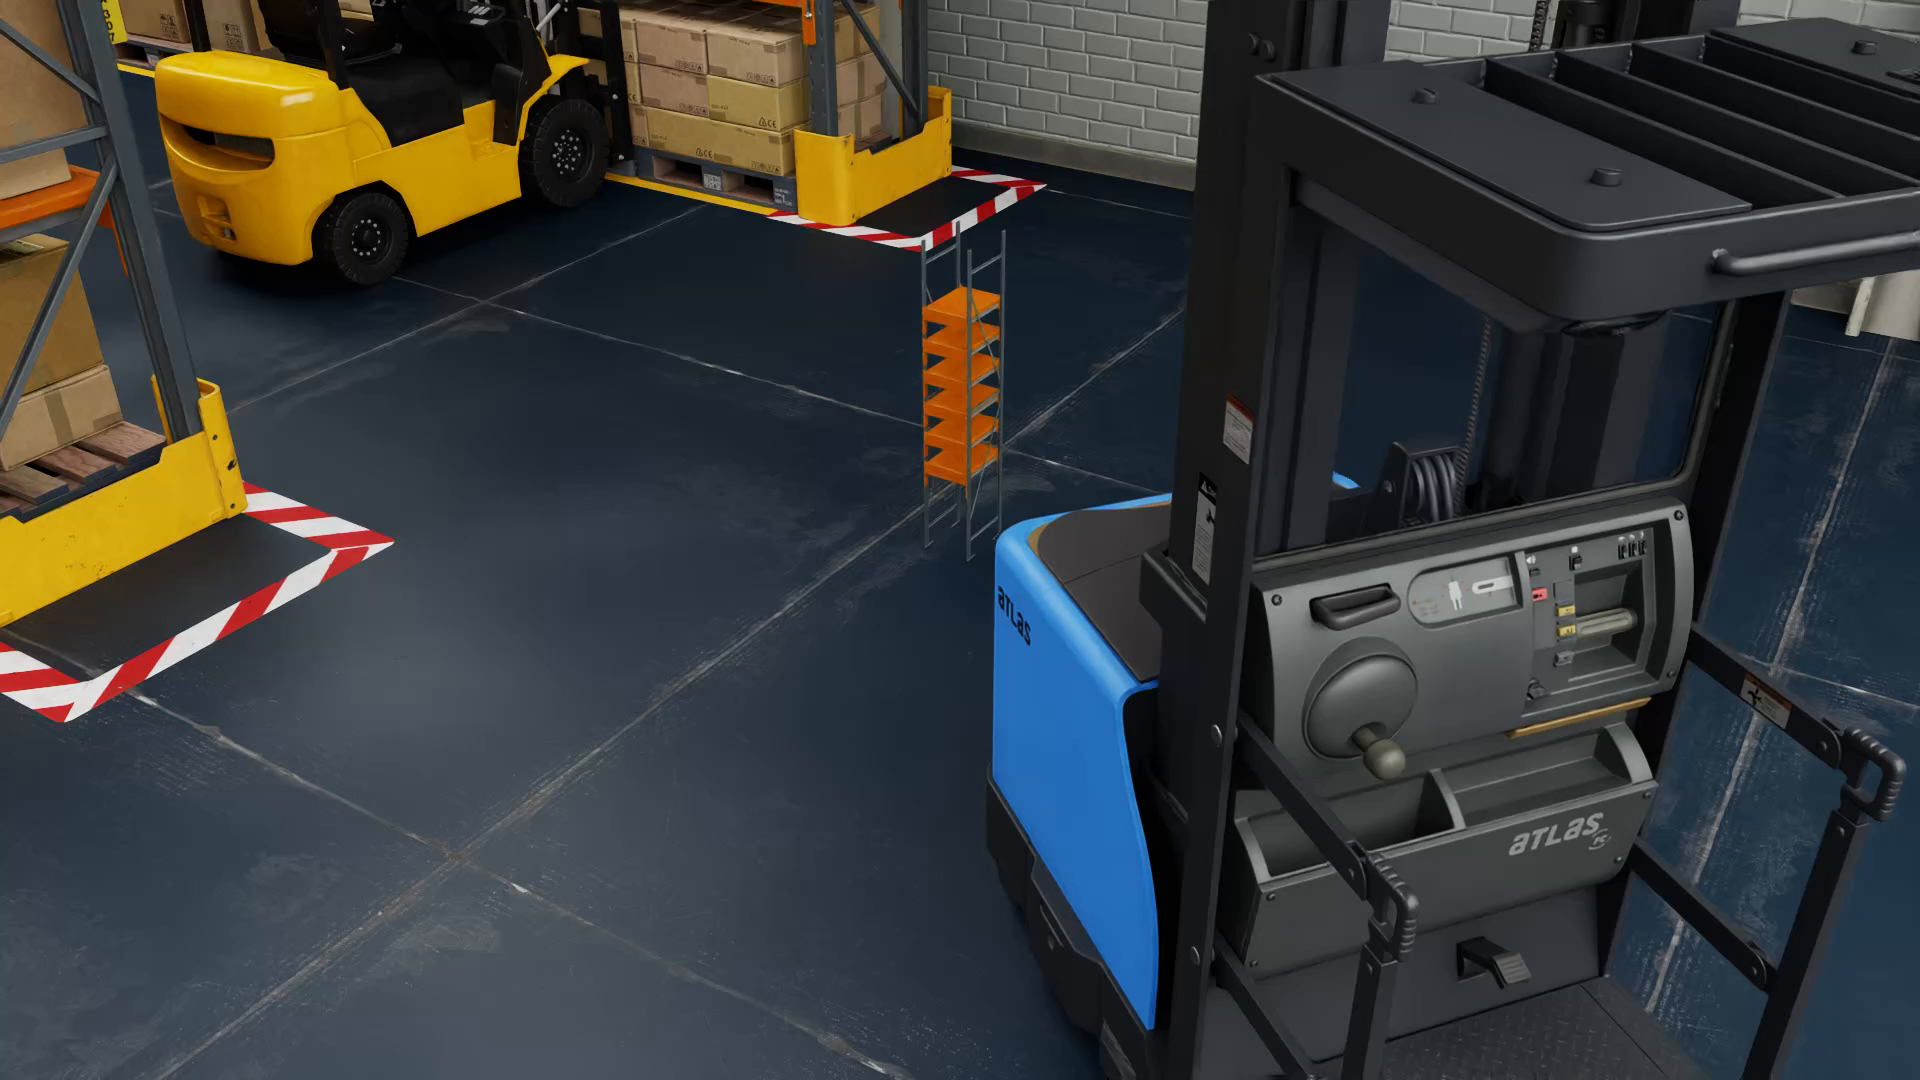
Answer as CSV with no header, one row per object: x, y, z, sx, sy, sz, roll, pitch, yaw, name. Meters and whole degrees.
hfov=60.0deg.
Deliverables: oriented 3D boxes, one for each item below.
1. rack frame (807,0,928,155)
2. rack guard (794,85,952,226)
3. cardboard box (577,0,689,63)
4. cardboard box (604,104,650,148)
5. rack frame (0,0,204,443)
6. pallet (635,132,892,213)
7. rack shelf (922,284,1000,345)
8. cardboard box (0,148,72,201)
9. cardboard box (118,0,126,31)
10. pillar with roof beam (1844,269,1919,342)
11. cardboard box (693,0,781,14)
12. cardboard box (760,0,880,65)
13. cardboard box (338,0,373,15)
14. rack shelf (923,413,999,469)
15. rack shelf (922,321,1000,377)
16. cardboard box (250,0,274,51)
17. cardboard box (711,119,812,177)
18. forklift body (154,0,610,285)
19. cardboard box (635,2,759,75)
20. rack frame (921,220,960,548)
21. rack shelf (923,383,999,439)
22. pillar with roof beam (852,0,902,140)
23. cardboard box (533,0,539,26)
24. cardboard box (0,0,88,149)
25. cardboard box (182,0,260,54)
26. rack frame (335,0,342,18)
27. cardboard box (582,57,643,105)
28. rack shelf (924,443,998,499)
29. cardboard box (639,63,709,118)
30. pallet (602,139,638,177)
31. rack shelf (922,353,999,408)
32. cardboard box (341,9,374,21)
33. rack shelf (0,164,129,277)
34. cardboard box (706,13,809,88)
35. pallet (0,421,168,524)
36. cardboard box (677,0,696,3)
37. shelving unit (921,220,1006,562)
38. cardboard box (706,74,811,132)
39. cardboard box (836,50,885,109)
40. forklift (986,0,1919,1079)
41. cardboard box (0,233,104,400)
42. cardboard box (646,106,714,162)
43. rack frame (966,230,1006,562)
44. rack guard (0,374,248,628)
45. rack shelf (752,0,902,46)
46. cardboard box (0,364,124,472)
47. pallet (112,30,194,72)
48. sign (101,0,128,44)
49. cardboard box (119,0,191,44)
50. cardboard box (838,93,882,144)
-0.503,-3.327,8.975,0.127,3.000,1.000,18,35,27,rack frame
-0.482,-2.240,9.594,0.348,0.500,1.175,18,35,27,rack guard
-1.927,-3.008,9.748,0.500,0.250,0.500,18,35,28,cardboard box
-1.904,-2.586,10.019,0.500,0.250,0.500,18,35,28,cardboard box
-3.138,-1.207,5.342,0.127,3.000,1.000,18,35,27,rack frame
-1.173,-2.309,9.999,1.213,0.211,1.003,18,35,27,pallet
0.012,-0.787,5.782,0.180,0.103,0.258,18,35,27,rack shelf
-3.316,-1.278,5.713,0.250,0.149,0.380,18,35,28,cardboard box
-6.200,-4.281,12.551,0.625,0.625,0.875,19,35,29,cardboard box
2.180,-3.044,2.538,0.400,9.000,9.100,18,35,27,pillar with roof beam
-1.234,-3.094,9.896,0.500,0.250,0.500,18,35,27,cardboard box
-0.809,-2.962,9.670,0.500,0.250,0.500,17,34,27,cardboard box
-3.648,-3.560,10.696,0.500,0.250,0.500,17,34,27,cardboard box
0.012,-0.372,6.024,0.180,0.103,0.258,18,35,27,rack shelf
0.012,-0.683,5.842,0.180,0.103,0.258,18,35,27,rack shelf
-4.338,-3.689,11.536,0.625,0.625,0.875,19,35,29,cardboard box
-1.069,-2.311,9.547,0.500,0.250,0.500,18,35,28,cardboard box
-3.079,-2.689,8.725,1.214,2.155,2.313,18,35,27,forklift body
-1.494,-2.877,9.524,0.500,0.250,0.500,18,35,28,cardboard box
-0.065,-0.539,5.983,0.006,1.200,0.240,18,35,27,rack frame
0.012,-0.476,5.963,0.180,0.103,0.258,18,35,27,rack shelf
-2.902,-4.652,5.293,0.400,9.000,9.100,18,35,27,pillar with roof beam
-2.352,-3.147,9.987,0.500,0.250,0.500,17,34,26,cardboard box
-3.392,-1.624,5.663,0.500,0.500,0.500,17,34,27,cardboard box
-4.992,-3.900,11.898,0.625,0.625,0.875,17,34,27,cardboard box
-3.891,-4.398,10.812,0.127,3.000,1.000,18,35,27,rack frame
-1.949,-2.801,9.891,0.500,0.250,0.500,17,34,26,cardboard box
0.012,-0.269,6.084,0.180,0.103,0.258,18,35,27,rack shelf
-1.500,-2.672,9.669,0.500,0.250,0.500,17,34,27,cardboard box
-2.202,-2.636,10.559,1.213,0.211,1.003,18,35,27,pallet
0.012,-0.580,5.903,0.180,0.103,0.258,18,35,27,rack shelf
-3.645,-3.346,10.825,0.500,0.250,0.500,17,34,27,cardboard box
-4.832,-1.432,6.442,4.000,0.370,1.077,18,35,27,rack shelf
-1.058,-2.742,9.294,0.500,0.250,0.500,19,35,29,cardboard box
-3.872,-0.256,6.479,1.213,0.211,1.003,18,35,27,pallet
-1.652,-3.233,10.134,0.500,0.250,0.500,17,34,27,cardboard box
0.012,-0.514,5.941,0.189,1.200,0.258,18,35,27,shelving unit
-1.081,-2.533,9.431,0.500,0.250,0.500,17,34,27,cardboard box
-0.790,-2.751,9.804,0.500,0.250,0.500,18,35,28,cardboard box
1.058,0.232,2.944,1.130,2.935,3.031,-11,32,-17,forklift
-3.695,-0.865,6.324,0.500,0.500,0.500,16,34,26,cardboard box
-1.485,-2.449,9.782,0.500,0.250,0.500,18,35,27,cardboard box
0.090,-0.490,5.899,0.006,1.200,0.240,18,35,27,rack frame
-3.203,-0.148,6.007,0.348,0.500,1.175,18,35,27,rack guard
-2.197,-3.552,10.075,4.000,0.370,1.077,18,35,27,rack shelf
-3.675,-0.535,6.502,0.500,0.250,0.500,17,34,27,cardboard box
-5.573,-3.701,12.384,1.213,0.211,1.003,18,35,27,pallet
-2.850,-1.813,5.521,0.005,0.325,0.100,18,35,27,sign
-5.629,-4.100,12.242,0.625,0.625,0.875,16,34,25,cardboard box
-0.815,-2.535,9.931,0.500,0.250,0.500,18,35,28,cardboard box
